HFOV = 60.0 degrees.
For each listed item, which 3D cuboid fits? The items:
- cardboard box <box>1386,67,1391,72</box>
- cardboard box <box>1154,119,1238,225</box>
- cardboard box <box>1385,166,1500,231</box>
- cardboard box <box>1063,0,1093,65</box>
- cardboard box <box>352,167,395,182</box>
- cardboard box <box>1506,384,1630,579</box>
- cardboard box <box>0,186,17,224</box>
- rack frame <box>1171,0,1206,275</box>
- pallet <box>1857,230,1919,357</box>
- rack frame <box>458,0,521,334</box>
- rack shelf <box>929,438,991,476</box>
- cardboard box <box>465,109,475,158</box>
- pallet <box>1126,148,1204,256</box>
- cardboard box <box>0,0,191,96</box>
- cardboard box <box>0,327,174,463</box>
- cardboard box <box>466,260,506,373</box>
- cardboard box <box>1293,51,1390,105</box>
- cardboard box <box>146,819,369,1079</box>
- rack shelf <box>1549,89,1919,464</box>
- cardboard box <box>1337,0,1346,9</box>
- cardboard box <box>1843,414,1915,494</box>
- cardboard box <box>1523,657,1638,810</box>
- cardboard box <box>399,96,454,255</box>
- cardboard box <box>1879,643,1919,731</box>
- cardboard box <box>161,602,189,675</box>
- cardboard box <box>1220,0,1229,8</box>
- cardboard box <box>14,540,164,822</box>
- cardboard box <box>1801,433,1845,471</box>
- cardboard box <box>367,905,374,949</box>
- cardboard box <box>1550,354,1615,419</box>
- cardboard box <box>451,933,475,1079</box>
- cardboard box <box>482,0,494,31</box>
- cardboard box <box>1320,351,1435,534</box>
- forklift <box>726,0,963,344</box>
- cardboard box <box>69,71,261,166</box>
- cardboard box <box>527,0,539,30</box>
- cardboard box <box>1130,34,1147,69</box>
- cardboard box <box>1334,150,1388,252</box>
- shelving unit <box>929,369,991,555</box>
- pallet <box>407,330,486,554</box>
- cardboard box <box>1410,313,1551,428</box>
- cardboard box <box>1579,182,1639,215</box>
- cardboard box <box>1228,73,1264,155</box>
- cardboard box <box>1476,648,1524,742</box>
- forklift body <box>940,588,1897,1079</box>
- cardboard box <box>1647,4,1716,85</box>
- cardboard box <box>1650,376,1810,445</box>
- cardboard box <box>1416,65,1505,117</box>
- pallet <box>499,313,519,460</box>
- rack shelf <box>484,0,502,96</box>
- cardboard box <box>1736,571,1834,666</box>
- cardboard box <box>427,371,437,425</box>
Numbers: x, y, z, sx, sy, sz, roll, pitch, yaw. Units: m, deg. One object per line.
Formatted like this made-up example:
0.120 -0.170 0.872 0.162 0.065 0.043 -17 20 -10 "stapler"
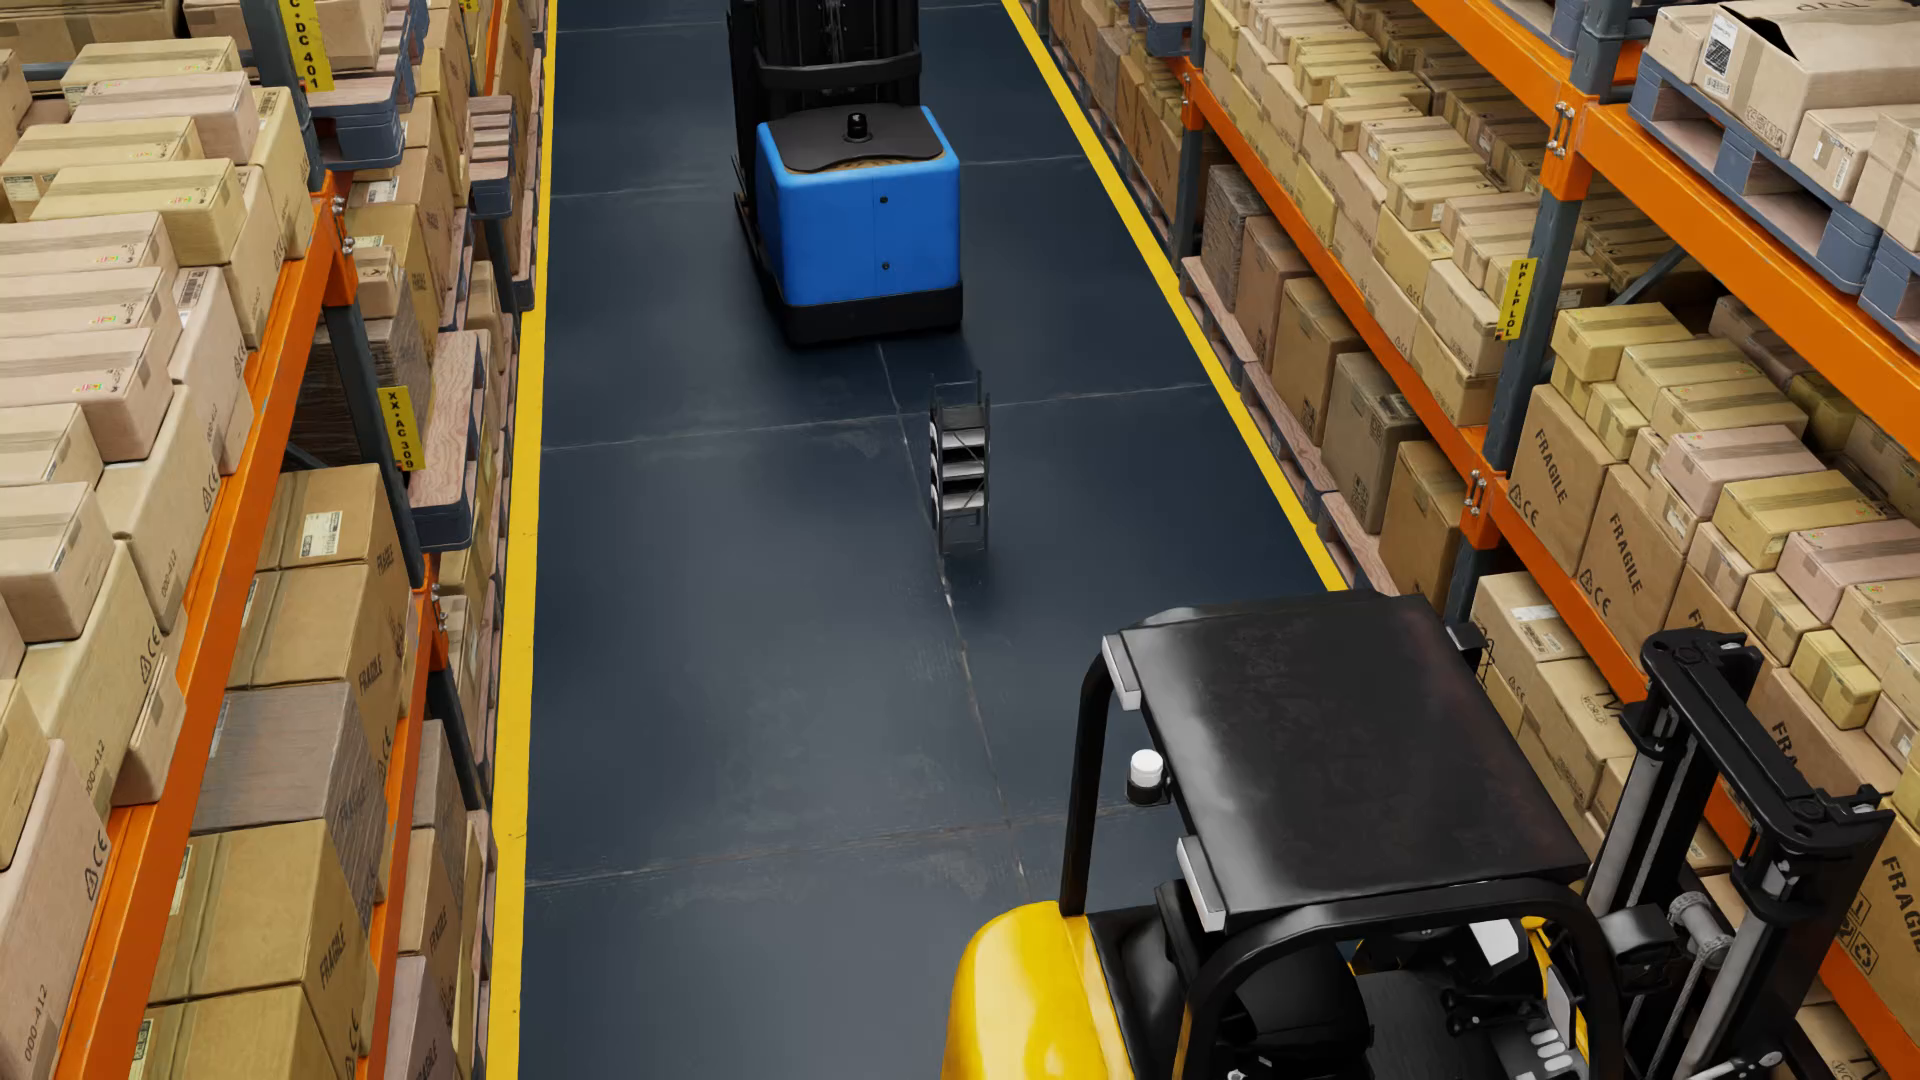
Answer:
2.344 -2.196 8.246 0.500 0.250 0.500 -6 38 -8 "cardboard box"
1.529 -2.321 10.388 0.500 0.500 0.500 -5 38 -7 "cardboard box"
2.007 -1.424 6.928 0.380 0.149 0.250 -7 38 -9 "cardboard box"
1.080 -3.868 12.379 0.500 0.500 0.500 -7 38 -9 "cardboard box"
-2.396 -1.504 6.446 0.380 0.149 0.250 -4 38 -5 "cardboard box"
2.337 -0.238 5.929 0.500 0.500 0.500 -7 38 -9 "cardboard box"
-2.463 -0.595 3.906 0.500 0.250 0.500 -7 38 -8 "cardboard box"
1.815 -2.910 9.451 1.000 3.000 0.127 -6 38 -8 "rack frame"
2.902 -0.396 3.842 1.003 0.211 1.213 -6 38 -8 "pallet"
-3.071 -2.374 8.761 1.000 3.000 0.127 -6 38 -8 "rack frame"
-0.001 -0.405 7.845 0.258 0.077 0.200 -6 38 -8 "rack shelf"
-2.576 -1.967 8.099 0.380 0.149 0.250 -7 38 -8 "cardboard box"
1.721 -2.264 10.892 1.003 0.211 1.213 -6 38 -8 "pallet"
-2.615 -1.587 5.082 0.500 0.250 0.500 -7 38 -9 "cardboard box"
-1.734 -0.264 3.155 0.380 0.149 0.250 -6 38 -7 "cardboard box"
-2.982 -1.160 8.998 0.950 0.372 0.625 -9 39 -11 "cardboard box"
1.817 -2.203 7.931 0.380 0.149 0.250 -5 38 -7 "cardboard box"
-1.760 1.058 4.019 0.500 0.500 0.500 -7 38 -9 "cardboard box"
2.867 -0.187 4.087 1.077 0.370 4.000 -6 38 -8 "rack shelf"
2.227 -2.885 8.809 0.380 0.149 0.250 -5 38 -7 "cardboard box"
3.038 -0.288 5.223 0.380 0.149 0.250 -7 38 -9 "cardboard box"
2.372 0.667 5.931 0.500 0.250 0.500 -6 38 -8 "cardboard box"
-2.432 -1.507 6.978 0.500 0.500 0.500 -8 39 -10 "cardboard box"
2.673 0.389 4.352 0.380 0.149 0.250 -6 38 -7 "cardboard box"
-1.724 0.202 3.204 0.380 0.149 0.250 -7 38 -9 "cardboard box"
1.581 -2.982 8.933 0.380 0.149 0.250 -5 38 -7 "cardboard box"
-1.688 0.268 2.795 0.500 0.250 0.500 -5 38 -7 "cardboard box"
2.942 -0.315 5.501 0.380 0.149 0.250 -5 38 -7 "cardboard box"
-1.817 1.073 4.528 0.380 0.149 0.250 -7 38 -9 "cardboard box"
2.313 -0.569 5.827 0.380 0.149 0.250 -7 38 -9 "cardboard box"
-1.898 1.610 5.531 0.500 0.250 0.500 -7 38 -9 "cardboard box"
-3.103 -3.263 10.028 0.500 0.250 0.500 -5 38 -6 "cardboard box"
2.285 -0.506 7.949 0.875 0.625 0.625 -7 38 -8 "cardboard box"
-0.844 -3.184 9.859 1.130 2.935 3.031 -9 39 -11 "forklift"
-1.978 -1.042 4.156 0.380 0.149 0.250 -7 38 -9 "cardboard box"
-3.777 -4.335 13.031 0.875 0.438 0.875 -7 38 -9 "cardboard box"
1.352 -3.257 11.063 0.380 0.149 0.250 -7 38 -9 "cardboard box"
1.997 -1.521 7.378 0.500 0.250 0.500 -6 38 -7 "cardboard box"
-0.001 -0.360 7.880 0.258 0.900 0.210 -6 38 -8 "shelving unit"
-2.361 -0.360 6.324 1.003 0.211 1.213 -6 38 -8 "pallet"
2.170 -0.711 6.743 0.500 0.250 0.500 -5 38 -7 "cardboard box"
2.627 -1.344 6.825 0.380 0.149 0.250 -6 38 -8 "cardboard box"
1.735 -2.253 8.727 0.500 0.250 0.500 -7 38 -9 "cardboard box"
2.297 0.554 6.484 0.500 0.250 0.500 -6 38 -8 "cardboard box"
1.089 1.308 4.714 2.313 2.155 1.214 -6 38 -8 "forklift body"
2.296 -1.481 4.948 0.380 0.149 0.250 -5 38 -7 "cardboard box"
2.468 -0.382 5.344 0.380 0.149 0.250 -7 38 -9 "cardboard box"
2.359 -2.106 7.806 0.380 0.149 0.250 -5 38 -7 "cardboard box"
-2.936 -0.801 9.009 1.003 0.211 1.213 -6 38 -8 "pallet"
-3.422 -3.298 10.537 1.077 0.370 4.000 -6 38 -8 "rack shelf"
2.509 0.207 4.828 0.380 0.149 0.250 -7 38 -9 "cardboard box"
-2.191 -0.544 6.268 0.380 0.149 0.250 -5 38 -7 "cardboard box"
